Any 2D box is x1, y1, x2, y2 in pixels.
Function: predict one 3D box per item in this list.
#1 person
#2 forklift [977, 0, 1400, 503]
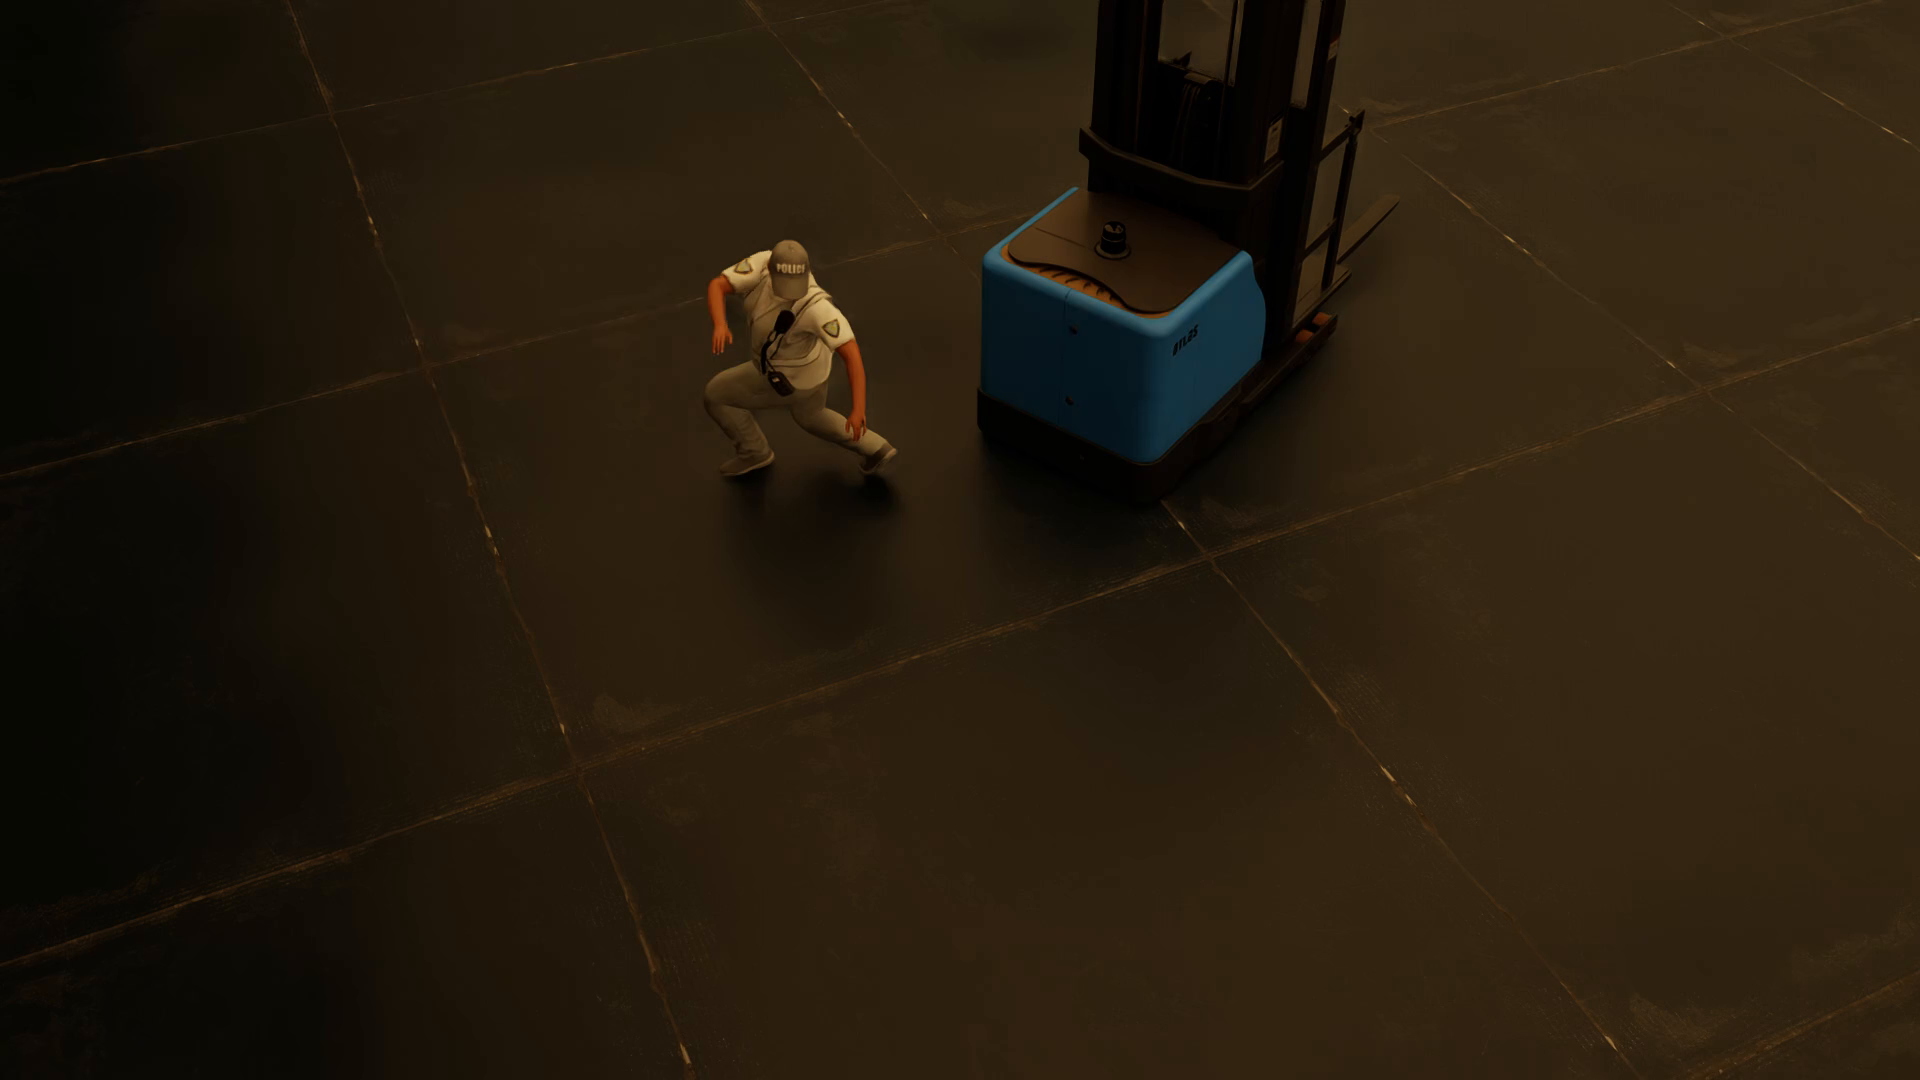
[{"bbox_3d":[-0.759,-0.762,7.669,0.928,1.440,0.699,1,43,1],"label":"person"},{"bbox_3d":[1.372,-2.205,8.043,1.130,2.935,3.031,27,49,26],"label":"forklift"}]
